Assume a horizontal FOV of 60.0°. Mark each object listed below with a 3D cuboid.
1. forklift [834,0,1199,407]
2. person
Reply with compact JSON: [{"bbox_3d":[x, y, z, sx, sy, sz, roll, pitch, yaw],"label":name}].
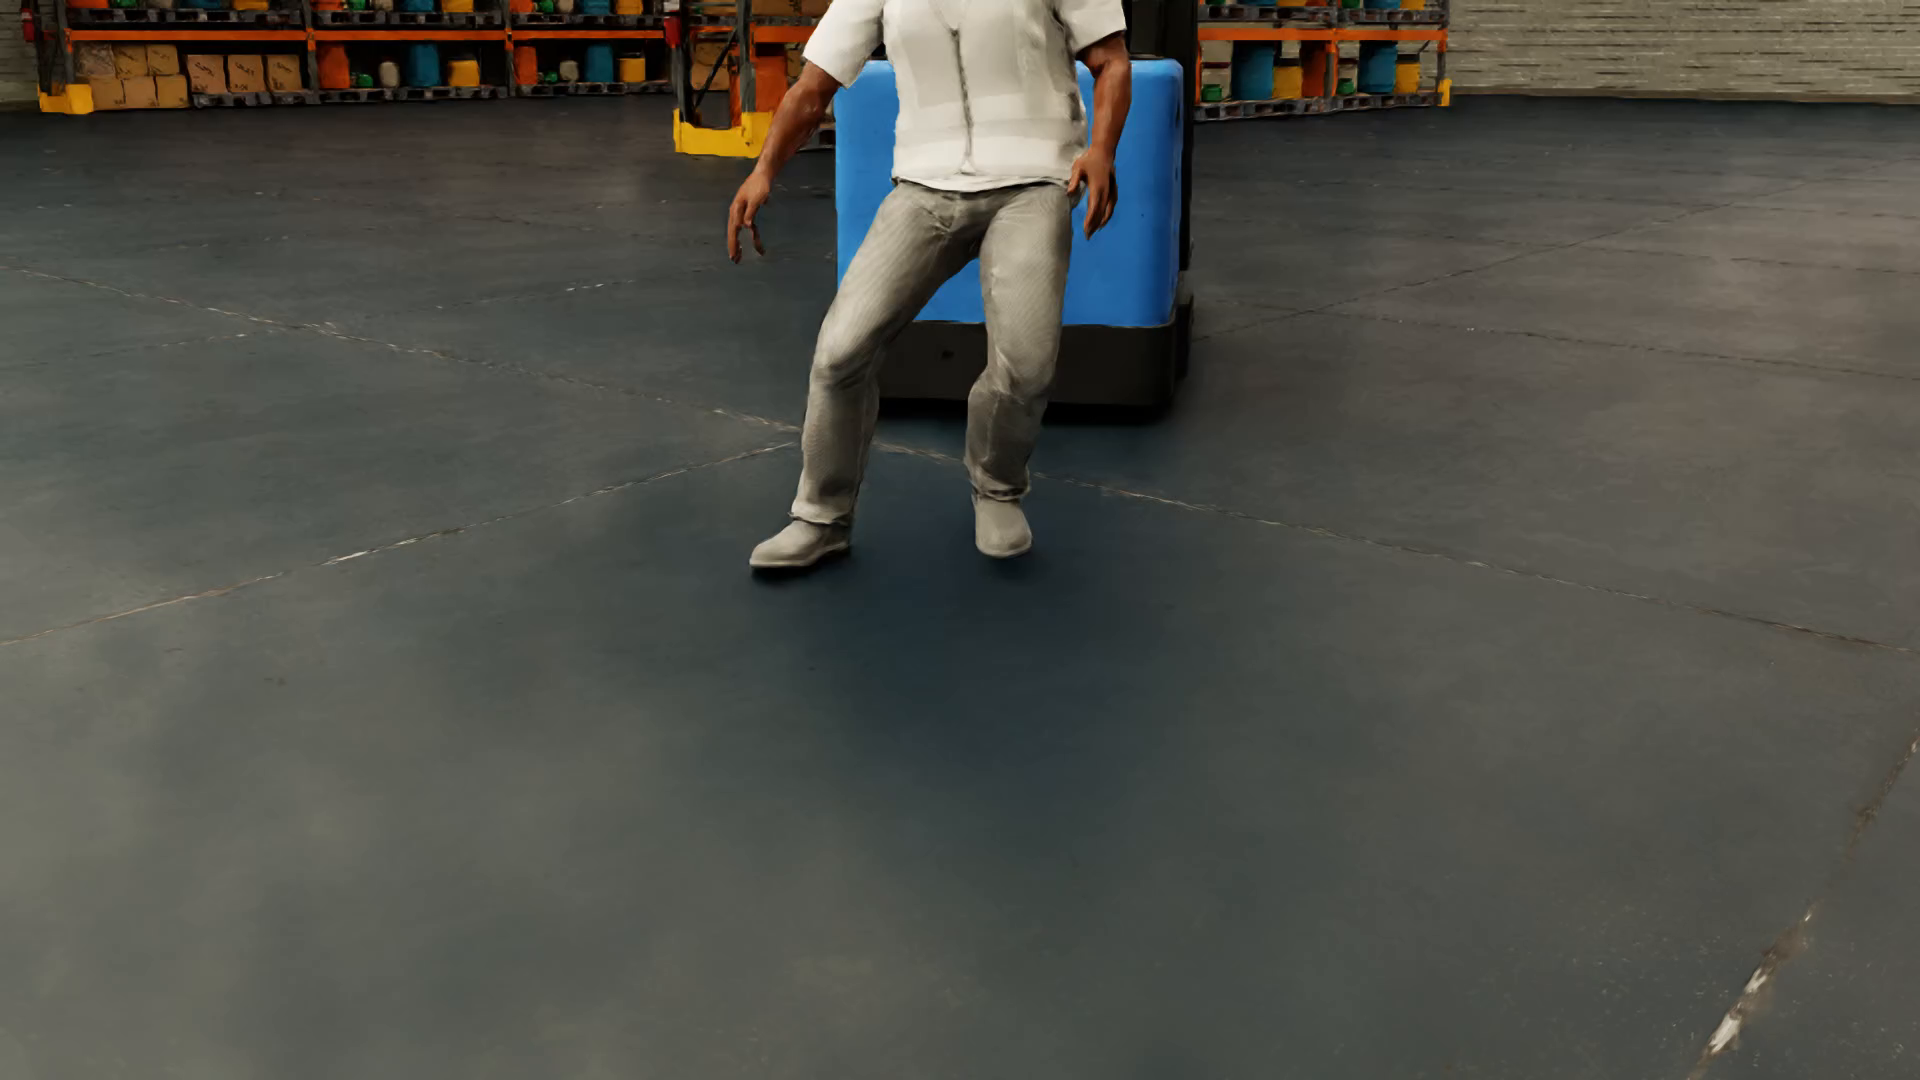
[{"bbox_3d":[0.345,-2.191,6.114,1.130,2.935,3.031,3,17,8],"label":"forklift"},{"bbox_3d":[-0.054,-0.757,3.561,0.826,1.678,0.547,5,18,16],"label":"person"}]
